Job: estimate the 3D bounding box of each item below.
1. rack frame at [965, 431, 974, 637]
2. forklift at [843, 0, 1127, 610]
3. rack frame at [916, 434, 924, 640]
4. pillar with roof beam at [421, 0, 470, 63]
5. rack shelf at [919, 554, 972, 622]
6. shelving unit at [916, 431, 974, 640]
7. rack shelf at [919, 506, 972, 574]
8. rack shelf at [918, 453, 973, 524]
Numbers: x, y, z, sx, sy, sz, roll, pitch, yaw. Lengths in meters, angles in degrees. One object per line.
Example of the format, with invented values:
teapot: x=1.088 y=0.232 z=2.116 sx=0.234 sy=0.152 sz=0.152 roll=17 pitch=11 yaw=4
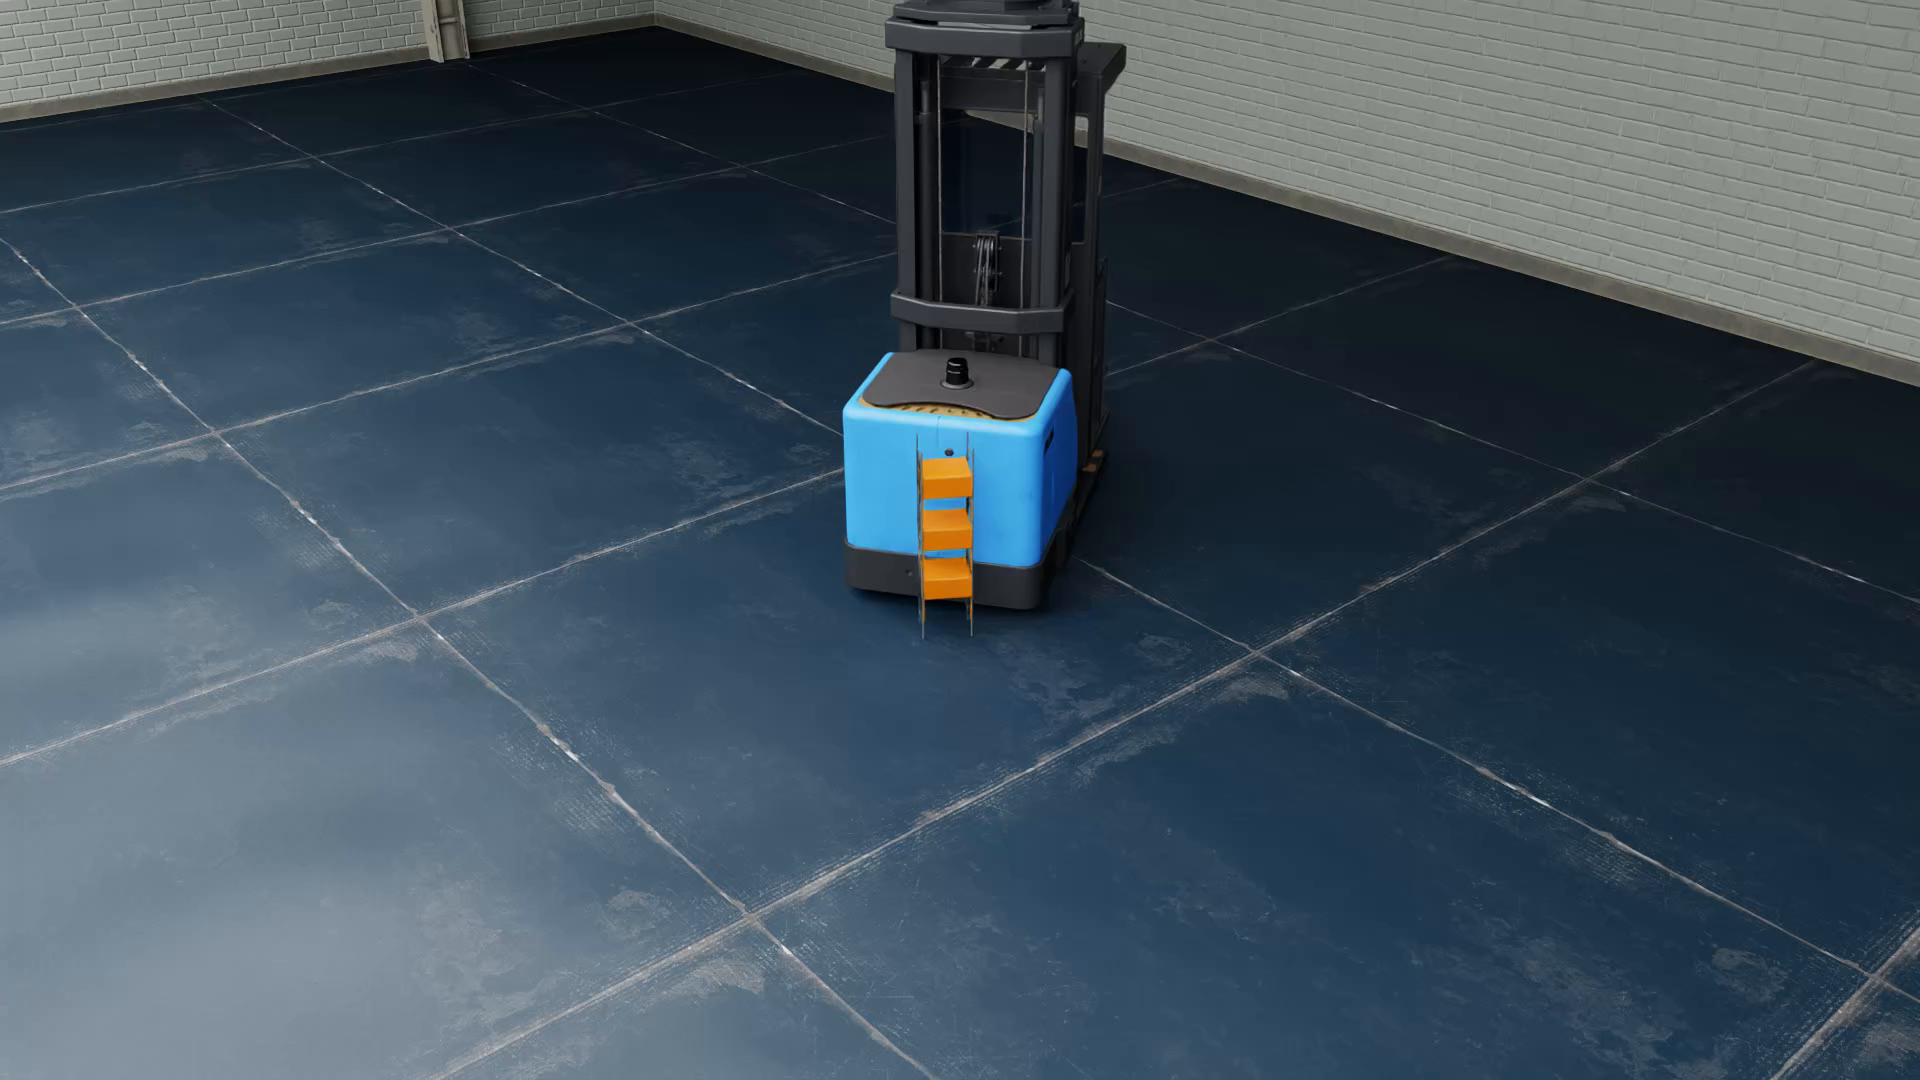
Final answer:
rack frame: x=0.047 y=-0.019 z=8.166 sx=0.008 sy=1.050 sz=0.200 roll=-4 pitch=30 yaw=-7
forklift: x=0.264 y=-1.617 z=9.167 sx=1.130 sy=2.935 sz=3.031 roll=7 pitch=29 yaw=13
rack frame: x=-0.195 y=-0.004 z=8.136 sx=0.008 sy=1.050 sz=0.200 roll=-4 pitch=30 yaw=-7
pillar with roof beam: x=-3.406 y=-8.280 z=15.196 sx=0.400 sy=9.000 sz=9.100 roll=-22 pitch=35 yaw=-35
rack shelf: x=-0.075 y=0.239 z=8.294 sx=0.240 sy=0.259 sz=0.215 roll=-4 pitch=30 yaw=-7
shelving unit: x=-0.074 y=-0.012 z=8.151 sx=0.252 sy=1.050 sz=0.215 roll=-4 pitch=30 yaw=-7
rack shelf: x=-0.074 y=-0.002 z=8.156 sx=0.240 sy=0.259 sz=0.215 roll=-4 pitch=30 yaw=-7
rack shelf: x=-0.073 y=-0.249 z=8.016 sx=0.240 sy=0.259 sz=0.215 roll=-4 pitch=30 yaw=-7
